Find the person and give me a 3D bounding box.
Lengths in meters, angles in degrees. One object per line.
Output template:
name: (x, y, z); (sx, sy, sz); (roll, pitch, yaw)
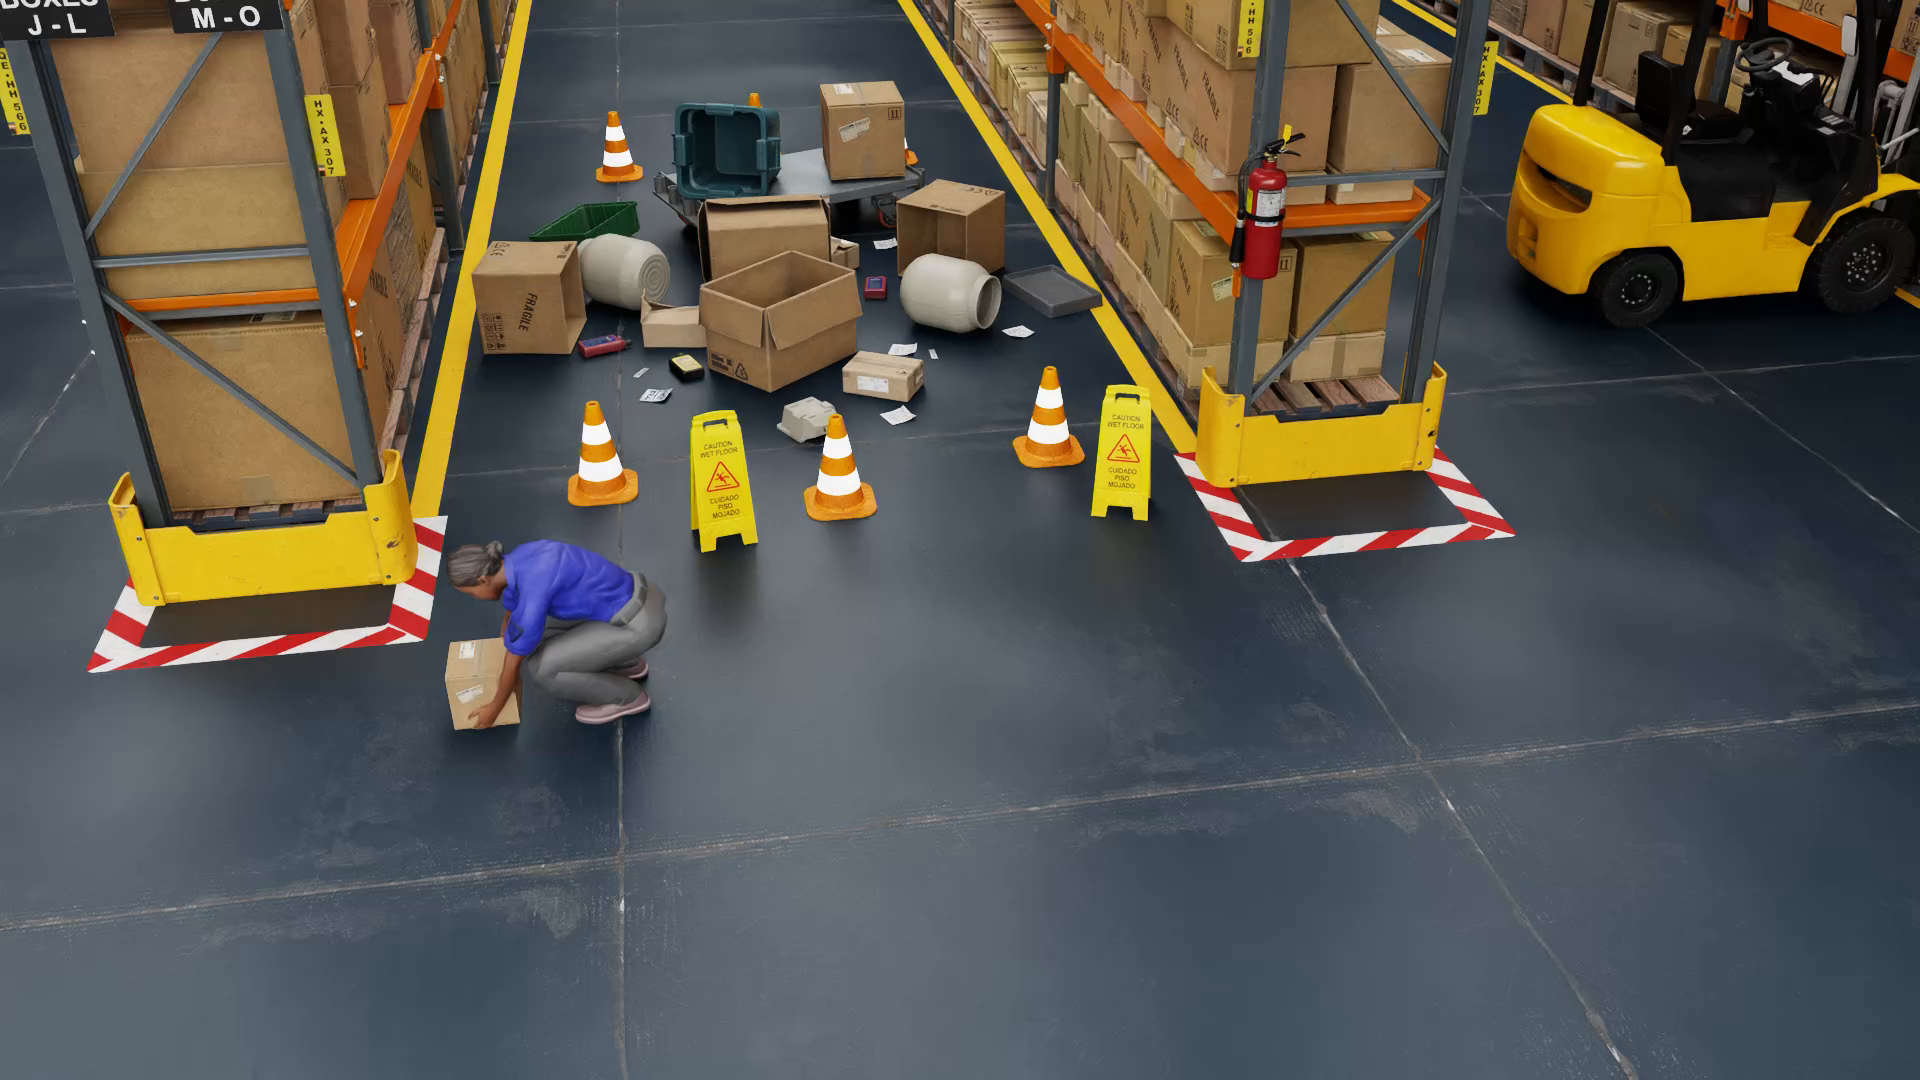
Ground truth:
person: (-1.548, 0.317, 6.482); (0.810, 0.813, 0.480); (-5, 31, -9)
